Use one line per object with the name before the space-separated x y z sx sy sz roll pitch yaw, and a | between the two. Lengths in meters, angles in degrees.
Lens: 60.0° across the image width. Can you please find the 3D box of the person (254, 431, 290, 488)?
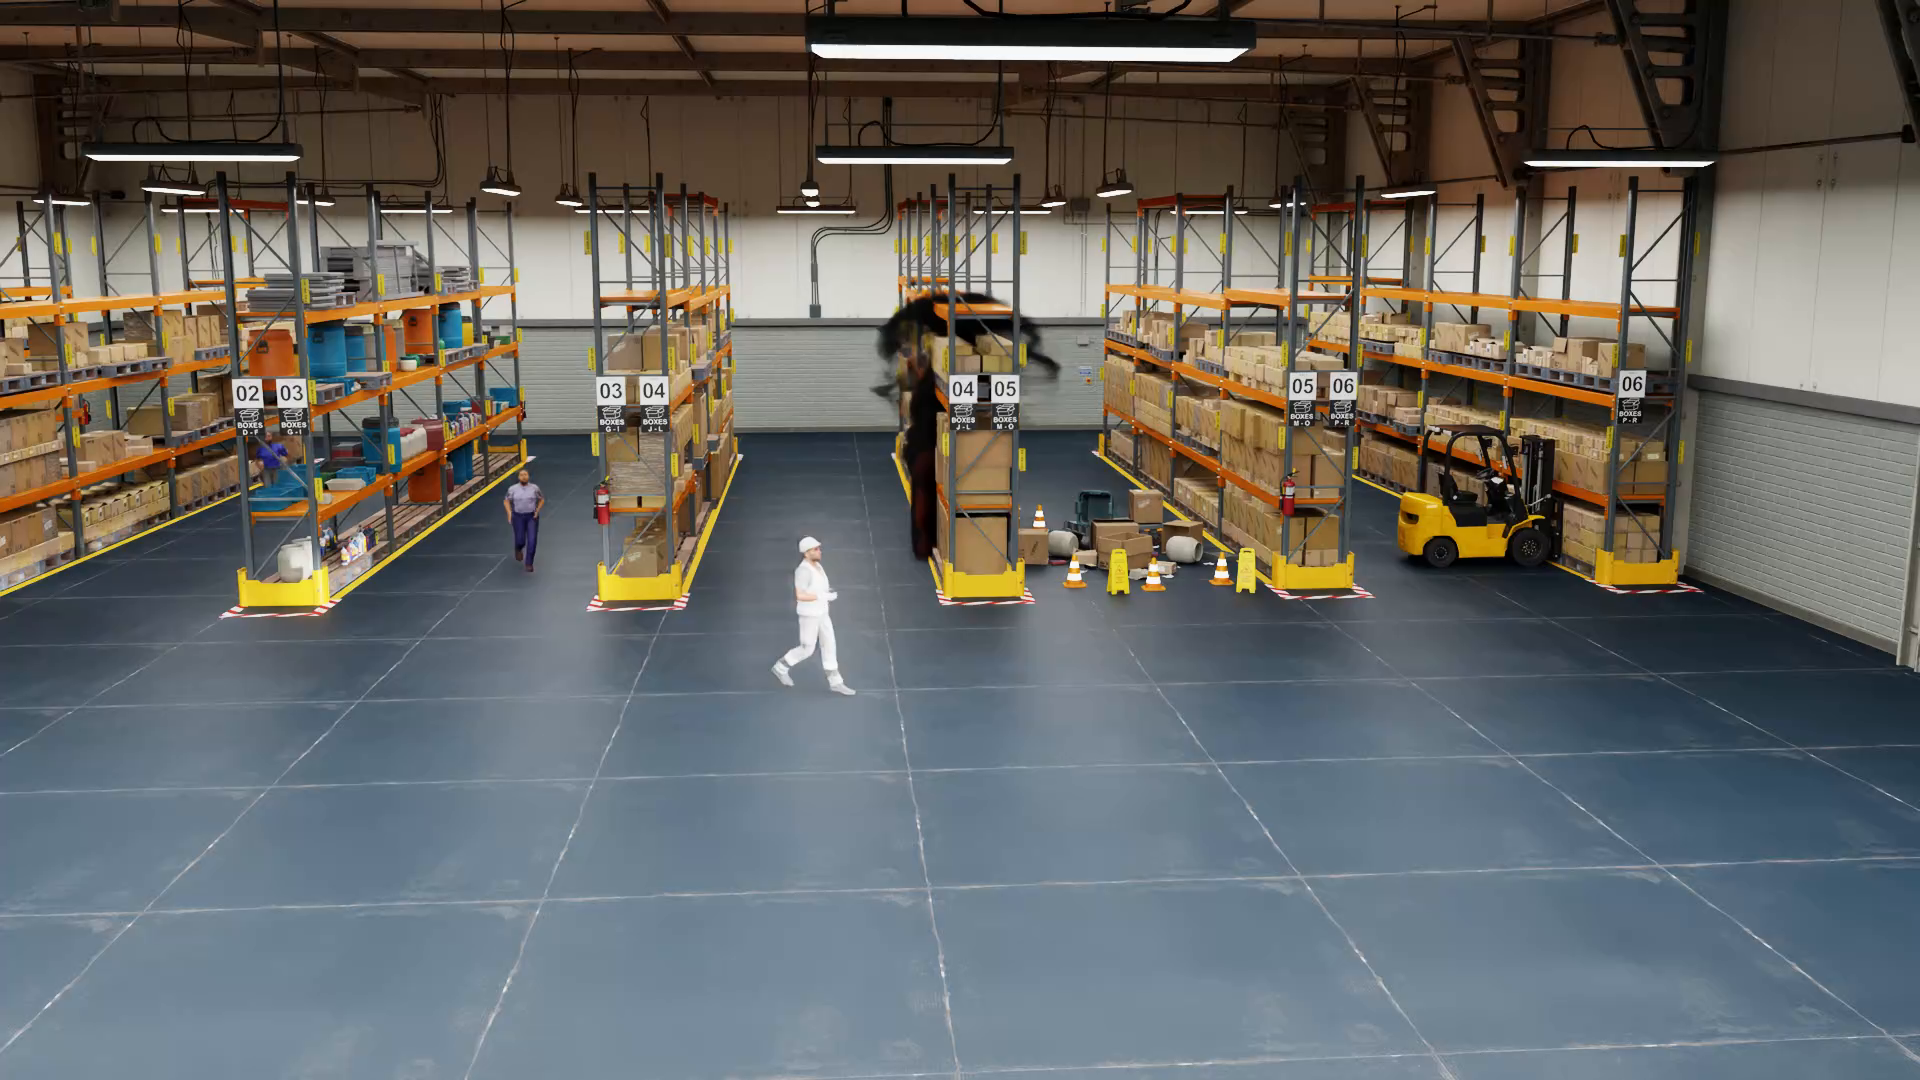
person | -12.845 -1.229 31.068 0.629 1.617 0.533 -2 10 -12

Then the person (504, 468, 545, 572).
person | -6.788 -0.319 25.983 0.616 1.606 0.550 -4 11 -19

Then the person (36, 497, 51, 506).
person | -17.479 -1.381 31.452 0.681 1.779 0.821 -1 10 -8

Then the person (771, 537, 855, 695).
person | -1.655 0.847 18.627 0.987 1.784 0.654 4 11 19
